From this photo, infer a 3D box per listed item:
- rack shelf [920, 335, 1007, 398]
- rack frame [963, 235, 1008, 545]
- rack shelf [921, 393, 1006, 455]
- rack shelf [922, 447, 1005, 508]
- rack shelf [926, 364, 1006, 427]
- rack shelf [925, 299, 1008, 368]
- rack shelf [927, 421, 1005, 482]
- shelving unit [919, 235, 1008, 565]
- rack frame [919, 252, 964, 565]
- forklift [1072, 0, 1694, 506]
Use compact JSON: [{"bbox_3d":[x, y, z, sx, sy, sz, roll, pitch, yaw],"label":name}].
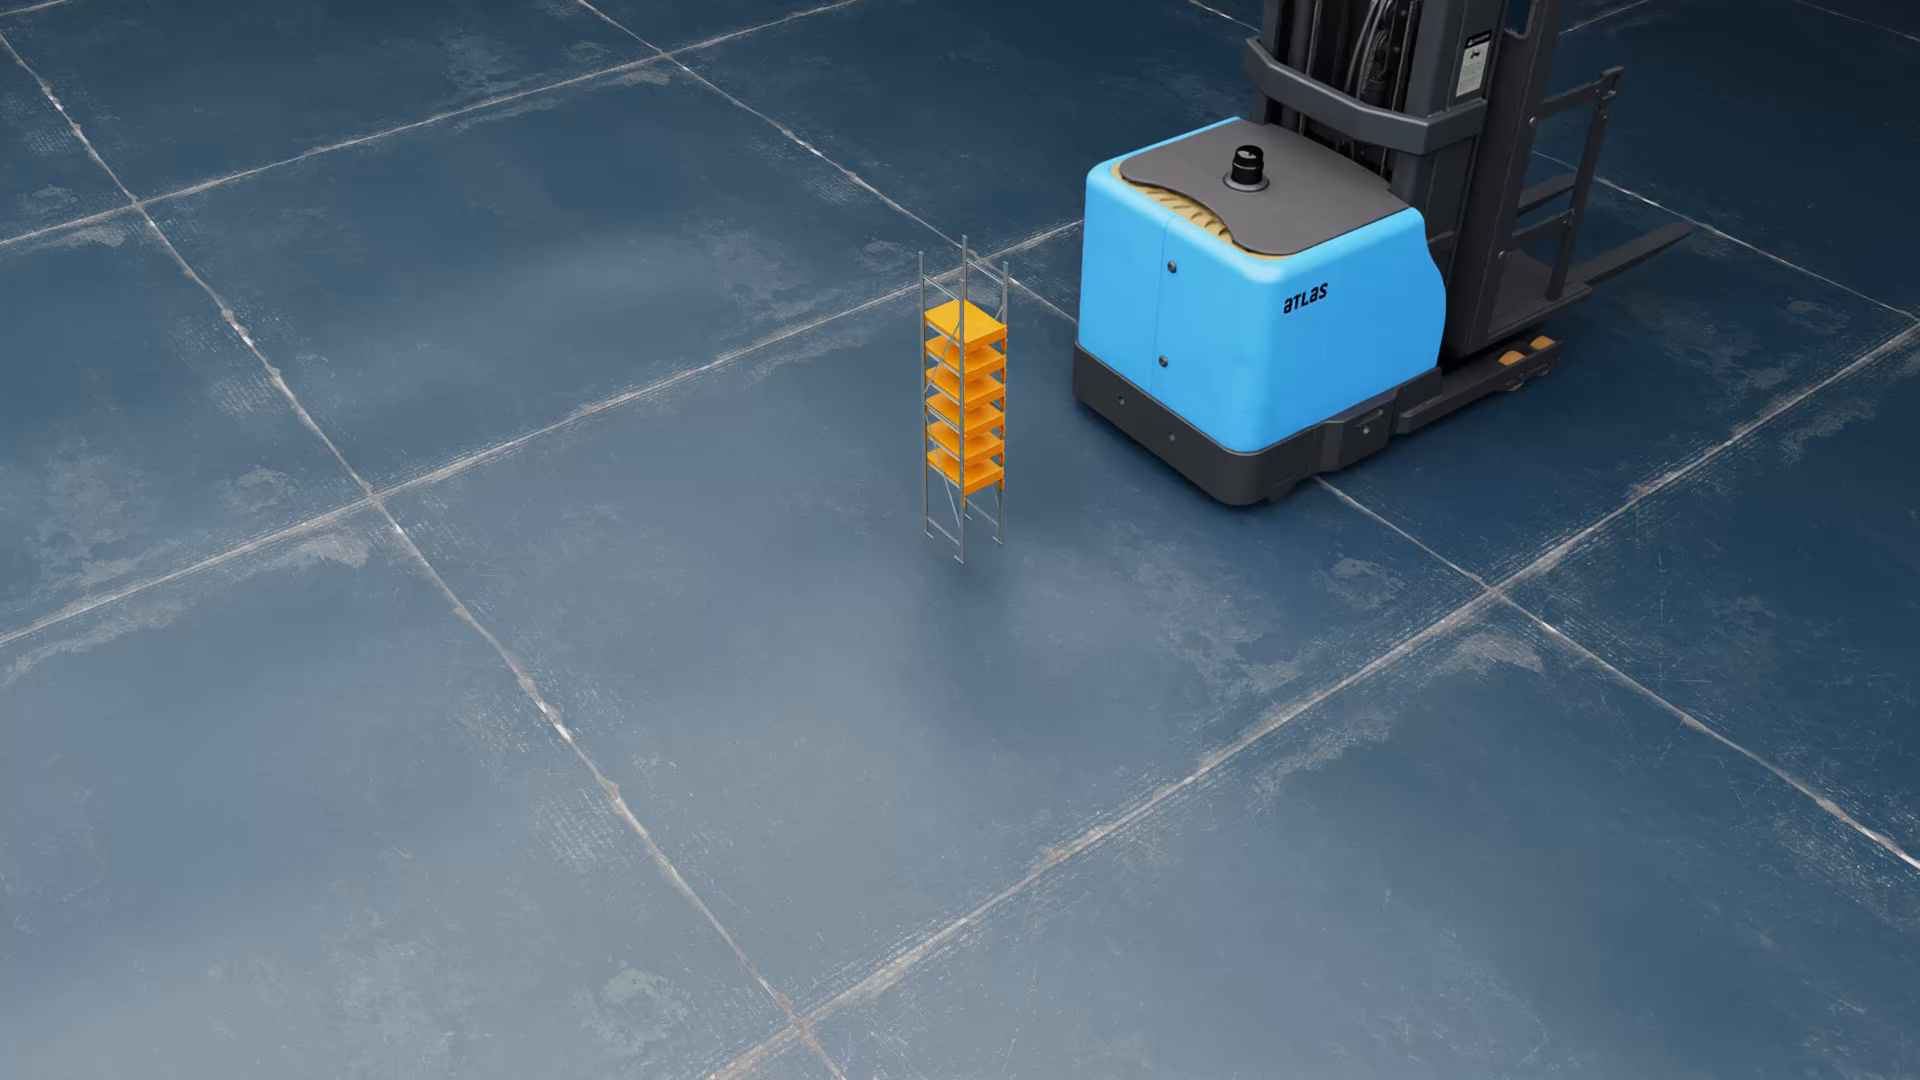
[{"bbox_3d":[0.011,-0.621,5.752,0.180,0.103,0.258,-26,46,-28],"label":"rack shelf"},{"bbox_3d":[0.084,-0.505,5.919,0.006,1.200,0.240,-26,46,-28],"label":"rack frame"},{"bbox_3d":[0.011,-0.435,5.904,0.180,0.103,0.258,-26,46,-28],"label":"rack shelf"},{"bbox_3d":[0.011,-0.250,6.057,0.180,0.103,0.258,-26,46,-28],"label":"rack shelf"},{"bbox_3d":[0.011,-0.528,5.828,0.180,0.103,0.258,-26,46,-28],"label":"rack shelf"},{"bbox_3d":[0.011,-0.713,5.676,0.180,0.103,0.258,-26,46,-28],"label":"rack shelf"},{"bbox_3d":[0.011,-0.342,5.981,0.180,0.103,0.258,-26,46,-28],"label":"rack shelf"},{"bbox_3d":[0.011,-0.469,5.876,0.189,1.200,0.258,-26,46,-28],"label":"shelving unit"},{"bbox_3d":[-0.061,-0.434,5.833,0.006,1.200,0.240,-26,46,-28],"label":"rack frame"},{"bbox_3d":[1.958,-2.011,6.390,3.031,2.935,1.130,-25,45,-27],"label":"forklift"}]
